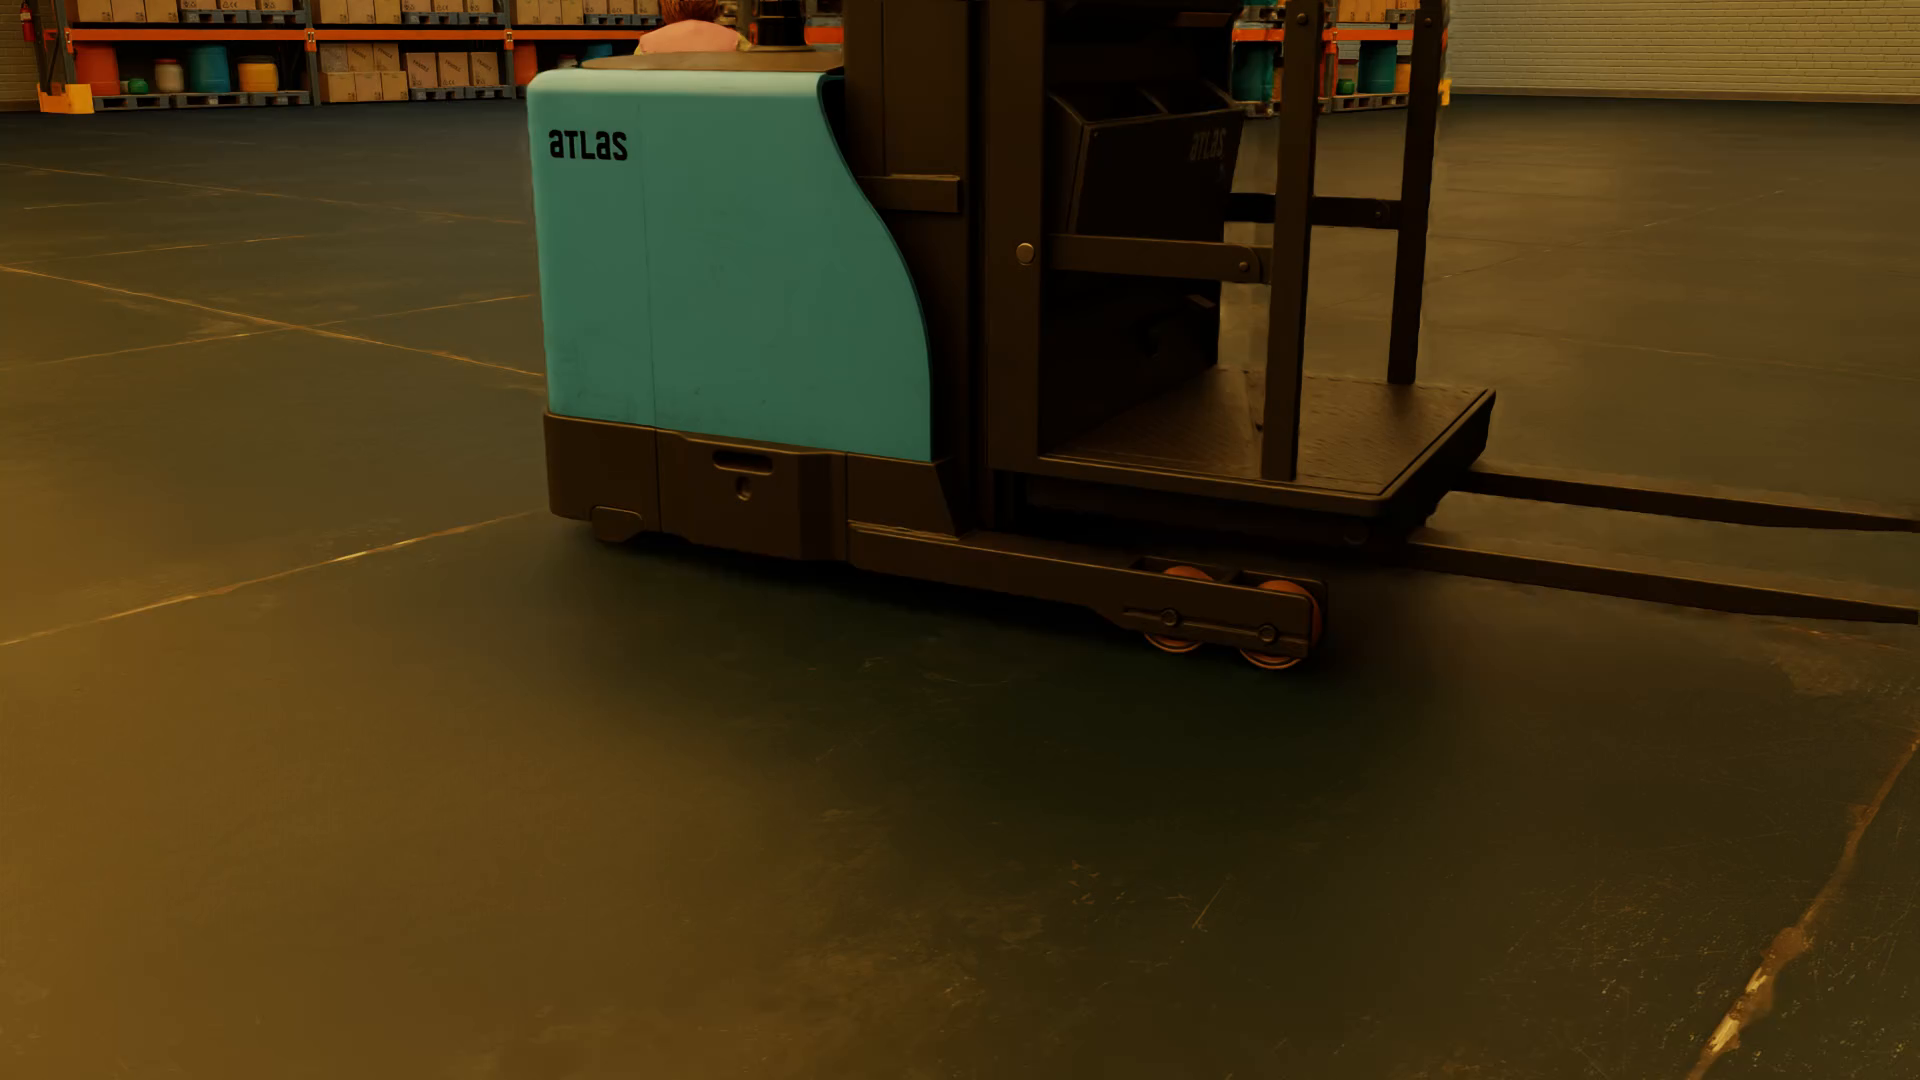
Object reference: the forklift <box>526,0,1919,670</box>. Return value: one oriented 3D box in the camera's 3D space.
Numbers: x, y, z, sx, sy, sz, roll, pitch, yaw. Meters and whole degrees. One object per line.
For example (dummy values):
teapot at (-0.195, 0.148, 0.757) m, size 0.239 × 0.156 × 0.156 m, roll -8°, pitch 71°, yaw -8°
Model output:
forklift at (0.577, -1.334, 3.290) m, size 3.031 × 2.935 × 1.130 m, roll 8°, pitch 19°, yaw 26°

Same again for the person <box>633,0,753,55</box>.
person at (-0.801, -1.280, 5.836) m, size 0.823 × 1.376 × 0.817 m, roll -6°, pitch 18°, yaw -19°
